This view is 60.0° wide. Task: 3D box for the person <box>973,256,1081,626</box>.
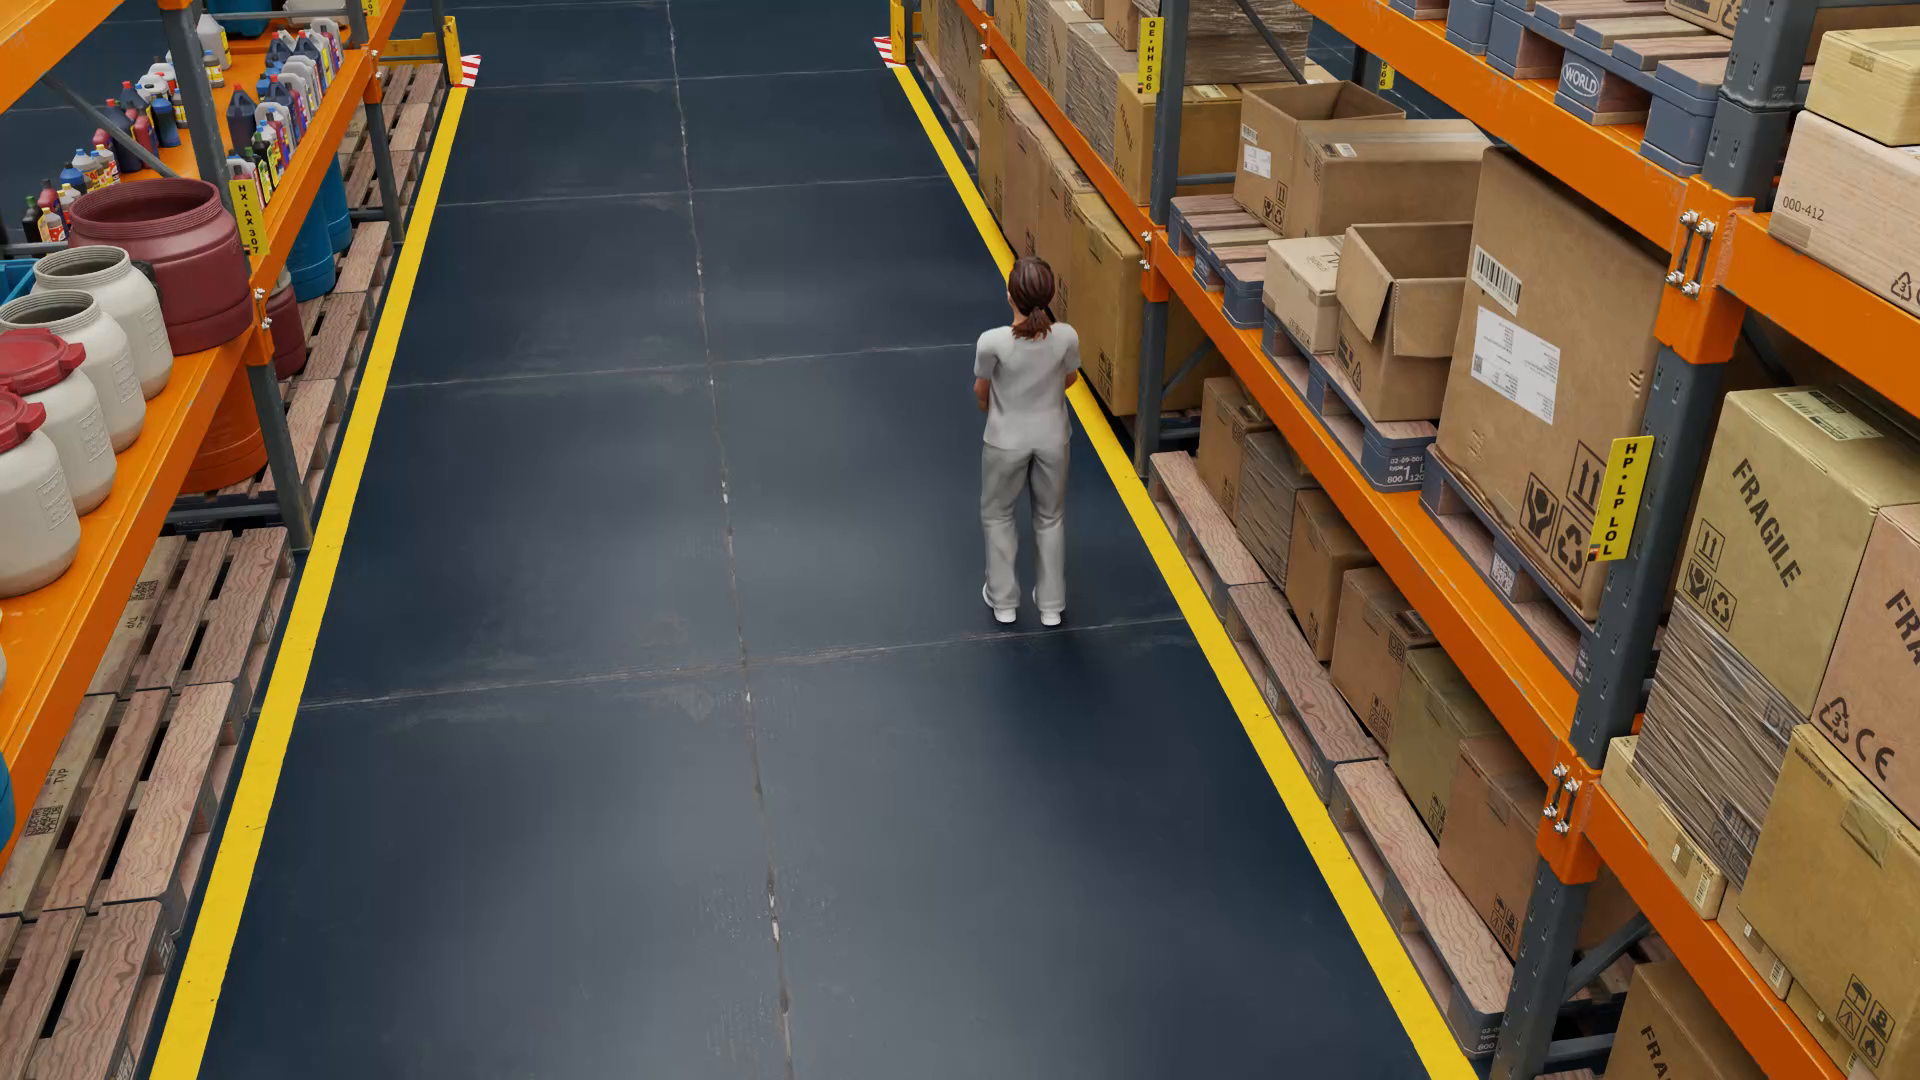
[{"bbox_3d":[0.261,-0.416,6.848,0.436,1.660,0.553,-5,31,-8],"label":"person"}]
